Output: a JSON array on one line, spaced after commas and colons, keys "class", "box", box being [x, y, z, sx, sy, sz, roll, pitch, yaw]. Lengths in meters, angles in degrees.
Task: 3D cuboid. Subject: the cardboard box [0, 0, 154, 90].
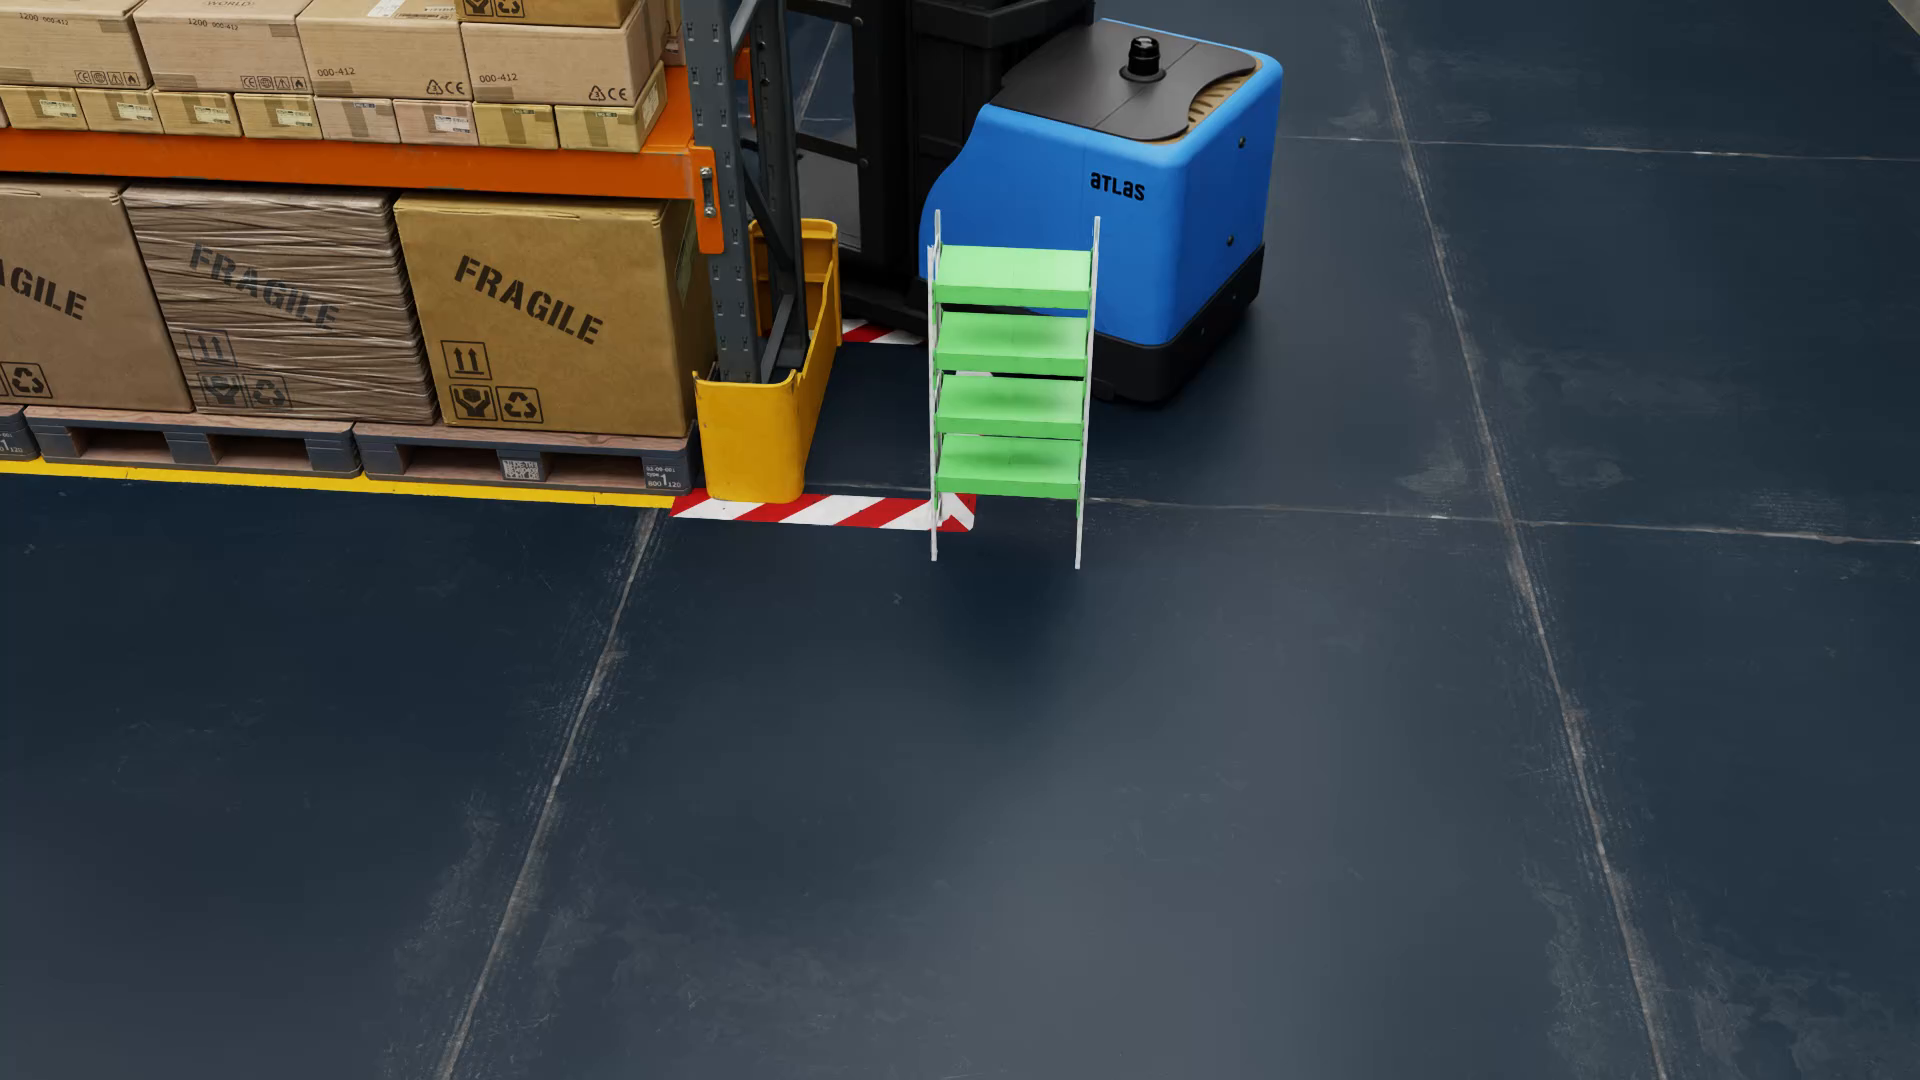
[{"class": "cardboard box", "box": [-2.754, -1.665, 5.302, 0.500, 0.250, 0.500, 3, 39, 4]}]

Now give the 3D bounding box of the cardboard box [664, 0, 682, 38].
[{"class": "cardboard box", "box": [-1.172, -1.920, 5.616, 0.500, 0.250, 0.500, 2, 39, 3]}]

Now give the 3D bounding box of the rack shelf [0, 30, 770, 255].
[{"class": "rack shelf", "box": [-2.709, -1.497, 5.782, 4.000, 0.370, 1.077, 3, 39, 4]}]

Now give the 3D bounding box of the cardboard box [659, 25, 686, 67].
[{"class": "cardboard box", "box": [-1.042, -1.796, 5.779, 0.250, 0.149, 0.380, 4, 39, 4]}]

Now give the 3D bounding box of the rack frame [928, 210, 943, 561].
[{"class": "rack frame", "box": [-0.078, -0.470, 5.376, 0.015, 1.200, 0.240, 3, 39, 4]}]

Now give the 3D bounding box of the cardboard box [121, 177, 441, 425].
[{"class": "cardboard box", "box": [-2.268, -1.040, 6.001, 0.875, 0.875, 0.875, 3, 39, 4]}]

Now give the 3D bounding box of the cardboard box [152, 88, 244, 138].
[{"class": "cardboard box", "box": [-2.376, -1.450, 5.354, 0.250, 0.149, 0.380, 3, 39, 4]}]

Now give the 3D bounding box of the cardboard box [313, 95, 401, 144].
[{"class": "cardboard box", "box": [-1.859, -1.423, 5.321, 0.250, 0.149, 0.380, 4, 39, 5]}]

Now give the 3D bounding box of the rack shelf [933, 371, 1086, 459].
[{"class": "rack shelf", "box": [0.165, -0.407, 5.400, 0.480, 0.148, 0.258, 3, 39, 4]}]

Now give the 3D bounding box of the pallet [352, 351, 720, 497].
[{"class": "pallet", "box": [-1.520, -0.579, 6.295, 1.213, 0.211, 1.003, 3, 39, 4]}]

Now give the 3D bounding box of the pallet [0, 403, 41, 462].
[{"class": "pallet", "box": [-3.951, -0.712, 6.458, 1.213, 0.211, 1.003, 3, 39, 4]}]

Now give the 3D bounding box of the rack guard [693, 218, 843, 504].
[{"class": "rack guard", "box": [-0.693, -0.696, 6.209, 0.348, 0.500, 1.175, 3, 39, 4]}]

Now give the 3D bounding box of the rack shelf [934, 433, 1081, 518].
[{"class": "rack shelf", "box": [0.165, -0.221, 5.552, 0.480, 0.148, 0.258, 3, 39, 4]}]

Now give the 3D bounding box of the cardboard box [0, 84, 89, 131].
[{"class": "cardboard box", "box": [-2.883, -1.478, 5.389, 0.250, 0.149, 0.380, 2, 39, 3]}]

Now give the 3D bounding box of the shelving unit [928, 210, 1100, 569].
[{"class": "shelving unit", "box": [0.165, -0.456, 5.360, 0.503, 1.200, 0.258, 3, 39, 4]}]

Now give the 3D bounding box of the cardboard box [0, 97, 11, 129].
[{"class": "cardboard box", "box": [-3.144, -1.492, 5.405, 0.250, 0.149, 0.380, 4, 39, 4]}]

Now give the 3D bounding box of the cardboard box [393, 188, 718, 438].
[{"class": "cardboard box", "box": [-1.361, -0.990, 5.941, 0.875, 0.875, 0.875, 3, 39, 4]}]

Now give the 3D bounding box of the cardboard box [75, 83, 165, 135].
[{"class": "cardboard box", "box": [-2.623, -1.465, 5.373, 0.250, 0.149, 0.380, 4, 39, 5]}]

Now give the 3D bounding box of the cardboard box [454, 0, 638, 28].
[{"class": "cardboard box", "box": [-1.225, -1.876, 4.968, 0.500, 0.500, 0.500, 4, 39, 4]}]

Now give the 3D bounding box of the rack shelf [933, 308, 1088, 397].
[{"class": "rack shelf", "box": [0.165, -0.593, 5.249, 0.480, 0.148, 0.258, 3, 39, 4]}]

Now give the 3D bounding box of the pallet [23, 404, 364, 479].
[{"class": "pallet", "box": [-2.732, -0.648, 6.378, 1.213, 0.211, 1.003, 3, 39, 4]}]

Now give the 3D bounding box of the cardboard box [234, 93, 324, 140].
[{"class": "cardboard box", "box": [-2.118, -1.436, 5.337, 0.250, 0.149, 0.380, 2, 39, 3]}]

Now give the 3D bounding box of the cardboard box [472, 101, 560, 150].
[{"class": "cardboard box", "box": [-1.359, -1.395, 5.286, 0.250, 0.149, 0.380, 4, 39, 4]}]

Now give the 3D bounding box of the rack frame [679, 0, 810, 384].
[{"class": "rack frame", "box": [-0.717, -1.667, 5.421, 0.127, 3.000, 1.000, 3, 39, 4]}]

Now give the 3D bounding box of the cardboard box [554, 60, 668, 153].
[{"class": "cardboard box", "box": [-1.100, -1.382, 5.270, 0.250, 0.149, 0.380, 4, 39, 5]}]

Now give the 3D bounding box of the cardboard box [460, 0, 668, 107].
[{"class": "cardboard box", "box": [-1.222, -1.583, 5.202, 0.500, 0.250, 0.500, 3, 39, 3]}]

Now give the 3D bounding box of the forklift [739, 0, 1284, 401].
[{"class": "forklift", "box": [-0.286, -2.353, 6.319, 3.031, 2.935, 1.130, 21, 43, 23]}]

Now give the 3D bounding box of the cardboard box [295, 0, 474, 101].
[{"class": "cardboard box", "box": [-1.728, -1.611, 5.237, 0.500, 0.250, 0.500, 2, 39, 3]}]

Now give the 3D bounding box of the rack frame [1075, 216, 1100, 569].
[{"class": "rack frame", "box": [0.408, -0.443, 5.344, 0.015, 1.200, 0.240, 3, 39, 4]}]

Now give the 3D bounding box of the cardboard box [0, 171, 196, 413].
[{"class": "cardboard box", "box": [-3.154, -1.088, 6.061, 0.875, 0.875, 0.875, 3, 39, 4]}]

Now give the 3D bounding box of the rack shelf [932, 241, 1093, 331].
[{"class": "rack shelf", "box": [0.165, -0.779, 5.097, 0.480, 0.148, 0.258, 3, 39, 4]}]

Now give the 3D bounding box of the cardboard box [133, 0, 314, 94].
[{"class": "cardboard box", "box": [-2.235, -1.639, 5.271, 0.500, 0.250, 0.500, 2, 39, 2]}]

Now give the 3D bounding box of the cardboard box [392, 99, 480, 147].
[{"class": "cardboard box", "box": [-1.610, -1.409, 5.304, 0.250, 0.149, 0.380, 3, 39, 4]}]
